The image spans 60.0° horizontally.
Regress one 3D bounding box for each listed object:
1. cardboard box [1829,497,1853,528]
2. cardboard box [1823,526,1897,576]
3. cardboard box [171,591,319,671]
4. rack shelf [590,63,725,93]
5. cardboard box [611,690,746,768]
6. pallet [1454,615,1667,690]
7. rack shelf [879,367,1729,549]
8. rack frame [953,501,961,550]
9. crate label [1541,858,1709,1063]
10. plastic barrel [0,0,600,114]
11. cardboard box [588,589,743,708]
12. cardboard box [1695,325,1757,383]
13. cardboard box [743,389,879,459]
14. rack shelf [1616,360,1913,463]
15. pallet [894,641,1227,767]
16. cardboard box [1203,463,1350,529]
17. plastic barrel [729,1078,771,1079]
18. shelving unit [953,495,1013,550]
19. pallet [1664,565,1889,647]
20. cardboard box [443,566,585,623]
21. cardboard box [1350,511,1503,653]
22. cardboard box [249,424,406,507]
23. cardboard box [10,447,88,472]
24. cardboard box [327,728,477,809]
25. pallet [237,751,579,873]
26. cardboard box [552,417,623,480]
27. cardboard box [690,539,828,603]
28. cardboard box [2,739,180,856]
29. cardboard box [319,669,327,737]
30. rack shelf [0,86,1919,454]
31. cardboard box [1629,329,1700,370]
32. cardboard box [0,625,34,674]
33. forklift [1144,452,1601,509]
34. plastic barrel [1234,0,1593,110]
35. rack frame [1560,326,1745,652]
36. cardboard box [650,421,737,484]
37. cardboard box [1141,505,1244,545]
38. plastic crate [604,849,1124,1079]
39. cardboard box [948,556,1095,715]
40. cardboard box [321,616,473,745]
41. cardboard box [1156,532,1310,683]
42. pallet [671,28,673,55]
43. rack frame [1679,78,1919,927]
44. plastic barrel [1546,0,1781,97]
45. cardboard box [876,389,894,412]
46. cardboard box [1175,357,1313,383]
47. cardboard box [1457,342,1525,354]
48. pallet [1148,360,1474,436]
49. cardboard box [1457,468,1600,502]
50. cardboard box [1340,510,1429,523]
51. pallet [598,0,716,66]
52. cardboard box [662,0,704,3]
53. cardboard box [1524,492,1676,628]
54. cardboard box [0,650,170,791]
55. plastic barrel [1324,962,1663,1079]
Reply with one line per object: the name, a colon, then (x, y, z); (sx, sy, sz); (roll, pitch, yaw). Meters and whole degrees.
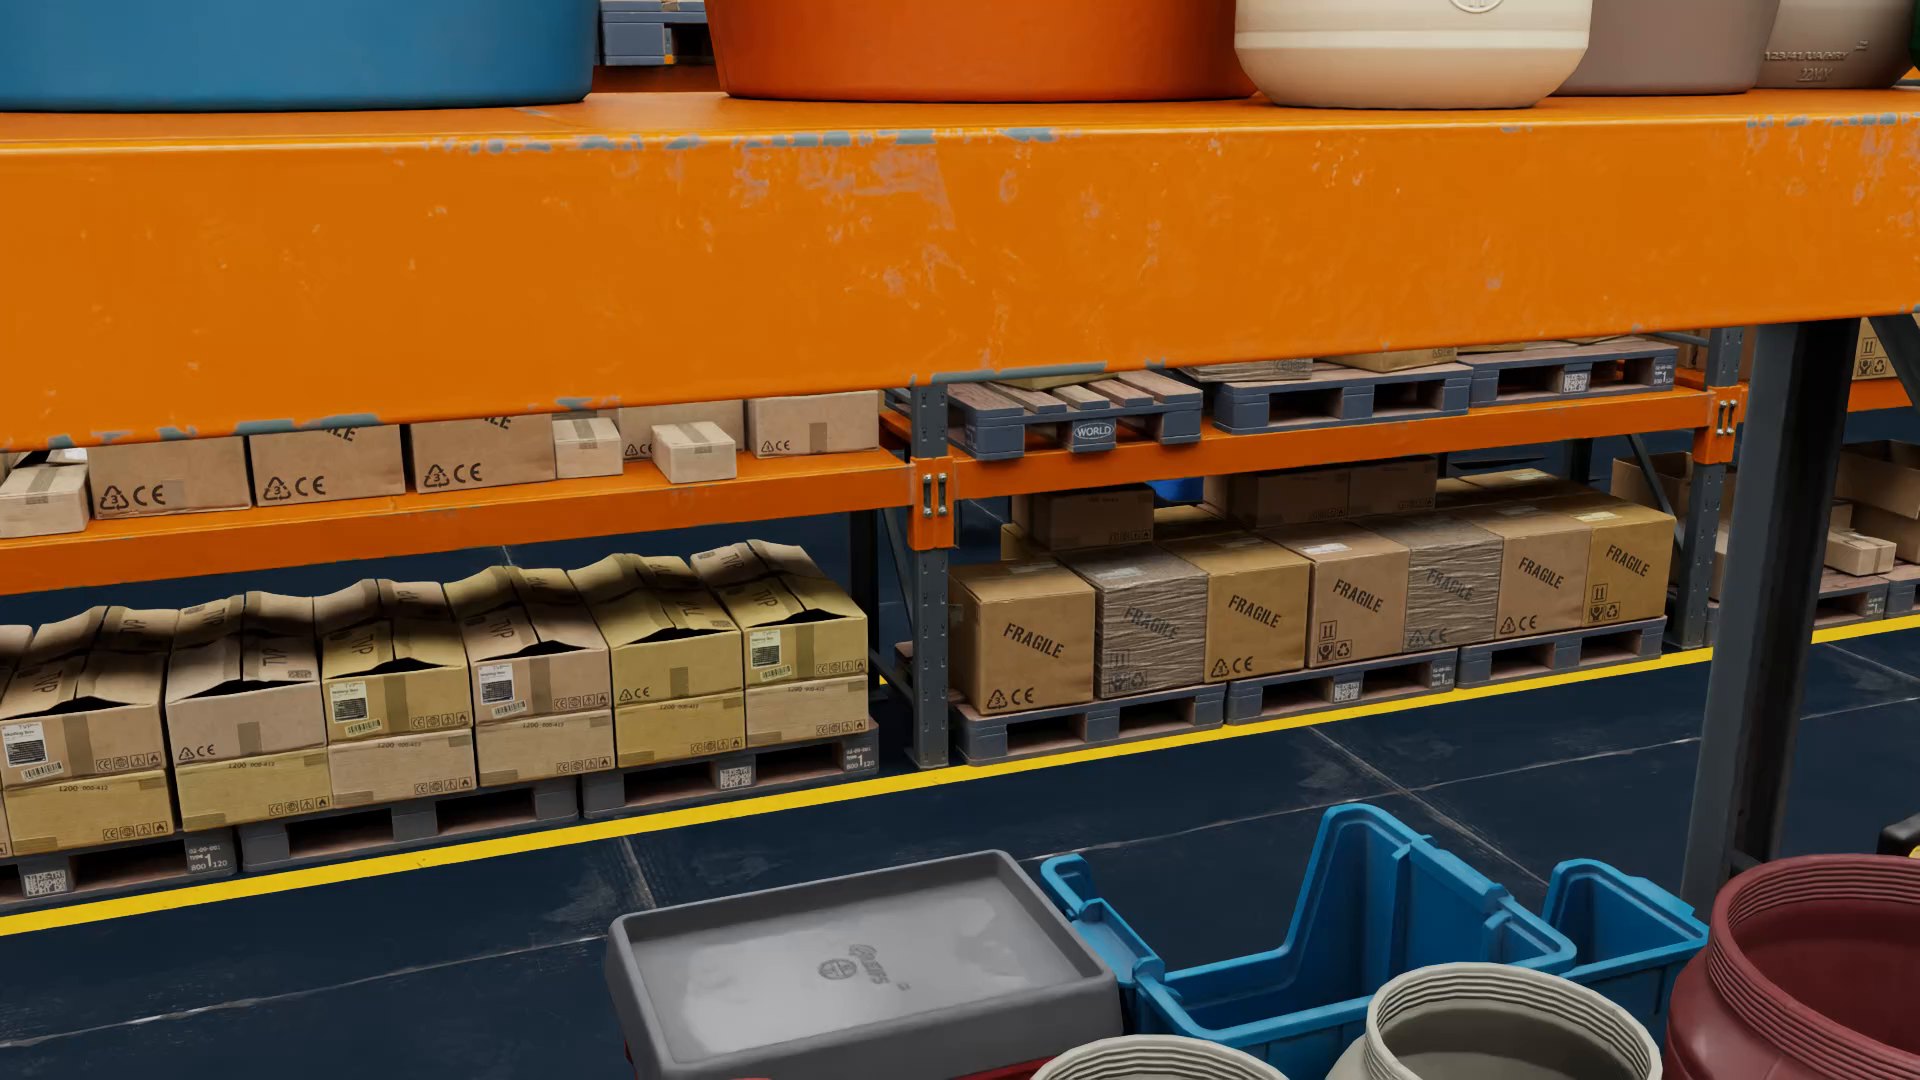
cardboard box: (4.584, -0.154, 9.289); (0.500, 0.311, 0.500); (-6, 17, -20)
cardboard box: (4.727, 0.048, 8.859); (0.250, 0.166, 0.380); (-6, 17, -20)
cardboard box: (-2.791, 0.410, 6.517); (0.500, 0.311, 0.500); (-6, 17, -20)
rack shelf: (-2.150, -1.514, 5.884); (4.000, 0.370, 1.077); (-6, 17, -20)
cardboard box: (-1.166, 0.666, 6.641); (0.500, 0.250, 0.500); (-6, 18, -21)
pallet: (2.707, 0.405, 8.345); (1.213, 0.211, 1.003); (-6, 17, -20)
rack shelf: (1.586, -0.478, 7.680); (4.000, 0.370, 1.077); (-6, 17, -20)
rack frame: (-0.073, -1.000, 9.775); (0.015, 2.100, 0.400); (-6, 17, -20)
crate label: (0.959, 0.706, 2.667); (0.416, 0.233, 0.303); (-6, 17, -20)
plastic barrel: (-0.629, -0.835, 1.404); (0.708, 0.901, 0.600); (-6, 17, -20)
cardboard box: (-1.166, 0.399, 6.556); (0.500, 0.311, 0.500); (-6, 18, -21)
cardboard box: (4.027, -1.053, 8.182); (0.500, 0.500, 0.500); (-6, 17, -19)
cardboard box: (-0.637, -0.554, 6.819); (0.500, 0.311, 0.500); (-5, 17, -17)
rack shelf: (5.321, -0.881, 9.053); (4.000, 0.370, 1.077); (-6, 17, -20)
pallet: (0.429, 0.651, 7.507); (1.213, 0.211, 1.003); (-6, 17, -20)
cardboard box: (1.512, -0.260, 7.986); (0.500, 0.250, 0.500); (-7, 18, -21)
plastic barrel: (-0.187, 0.864, 1.592); (0.433, 0.535, 0.433); (0, 16, 0)
shelving unit: (0.155, -1.024, 9.859); (0.503, 2.100, 0.431); (-6, 17, -20)
pallet: (4.095, 0.244, 8.893); (1.213, 0.211, 1.003); (-6, 17, -20)
cardboard box: (-1.841, 0.309, 6.863); (0.500, 0.311, 0.500); (-7, 18, -22)
cardboard box: (2.162, 0.186, 7.795); (0.500, 0.500, 0.500); (-6, 17, -19)
cardboard box: (-2.335, -0.443, 6.106); (0.500, 0.500, 0.500); (-6, 17, -20)
cardboard box: (-3.262, -0.291, 6.004); (0.258, 0.266, 0.396); (-7, 18, -21)
cardboard box: (-2.116, 0.769, 6.292); (0.500, 0.250, 0.500); (-6, 17, -19)
pallet: (-2.202, 0.911, 6.622); (1.213, 0.211, 1.003); (-6, 17, -20)
cardboard box: (-1.453, -0.358, 6.439); (0.250, 0.149, 0.380); (-5, 17, -16)
cardboard box: (-0.876, 0.203, 7.224); (0.500, 0.311, 0.500); (-6, 17, -18)
cardboard box: (-3.074, 0.873, 5.937); (0.500, 0.250, 0.500); (-6, 17, -19)
cardboard box: (-2.783, 0.679, 6.597); (0.500, 0.250, 0.500); (-6, 17, -19)
rack shelf: (-0.381, -0.211, 1.445); (4.000, 0.370, 1.077); (-6, 17, -20)
cardboard box: (3.828, -1.191, 8.652); (0.500, 0.500, 0.500); (-6, 17, -19)
cardboard box: (-3.742, 0.514, 6.164); (0.500, 0.311, 0.500); (-6, 17, -20)
forklift: (2.557, -1.571, 10.247); (3.031, 2.935, 1.130); (-4, 17, -13)
plastic barrel: (0.383, -0.501, 1.404); (0.301, 0.262, 0.301); (0, 16, 0)
rack frame: (3.453, -1.025, 8.265); (0.127, 3.000, 1.000); (-6, 17, -20)
cardboard box: (-1.023, -0.338, 6.371); (0.250, 0.149, 0.380); (-6, 17, -20)
cardboard box: (0.991, 0.158, 7.891); (0.500, 0.500, 0.500); (-7, 18, -22)
plastic crate: (-0.131, 0.734, 2.163); (0.583, 0.464, 0.402); (-6, 17, -20)
cardboard box: (0.245, 0.396, 7.082); (0.500, 0.500, 0.500); (-5, 17, -18)
cardboard box: (-2.107, 0.499, 6.215); (0.500, 0.311, 0.500); (-6, 17, -19)
cardboard box: (1.202, 0.292, 7.435); (0.500, 0.500, 0.500); (-6, 18, -21)
pallet: (-1.476, -3.352, 11.201); (1.003, 0.211, 1.213); (-5, 17, -18)
rack frame: (1.488, 0.683, 2.450); (0.053, 2.616, 0.949); (-6, 17, -20)
plastic barrel: (0.642, -0.972, 1.872); (0.600, 0.901, 0.600); (0, 16, 0)
cardboard box: (-0.504, -1.221, 12.002); (0.750, 0.750, 0.750); (-6, 17, -20)
cardboard box: (1.188, -1.006, 7.279); (0.500, 0.500, 0.700); (-3, 17, -10)
cardboard box: (2.311, -1.200, 7.937); (0.500, 0.500, 0.700); (-3, 17, -11)
pallet: (1.532, -0.727, 7.591); (1.213, 0.211, 1.003); (-6, 17, -20)
cardboard box: (2.914, -0.052, 8.608); (0.500, 0.500, 0.500); (-7, 18, -23)
cardboard box: (1.951, 0.053, 8.250); (0.500, 0.500, 0.500); (-6, 17, -19)
pallet: (-0.884, -1.878, 6.183); (1.003, 0.211, 1.213); (-5, 17, -18)
cardboard box: (-1.168, -2.072, 6.029); (0.500, 0.250, 0.500); (-6, 17, -19)
cardboard box: (3.095, 0.088, 8.129); (0.500, 0.500, 0.500); (-6, 17, -20)
cardboard box: (-3.073, 0.605, 5.854); (0.500, 0.311, 0.500); (-6, 18, -21)
plastic barrel: (0.603, 0.788, 1.892); (0.421, 0.512, 0.421); (0, 16, 0)
